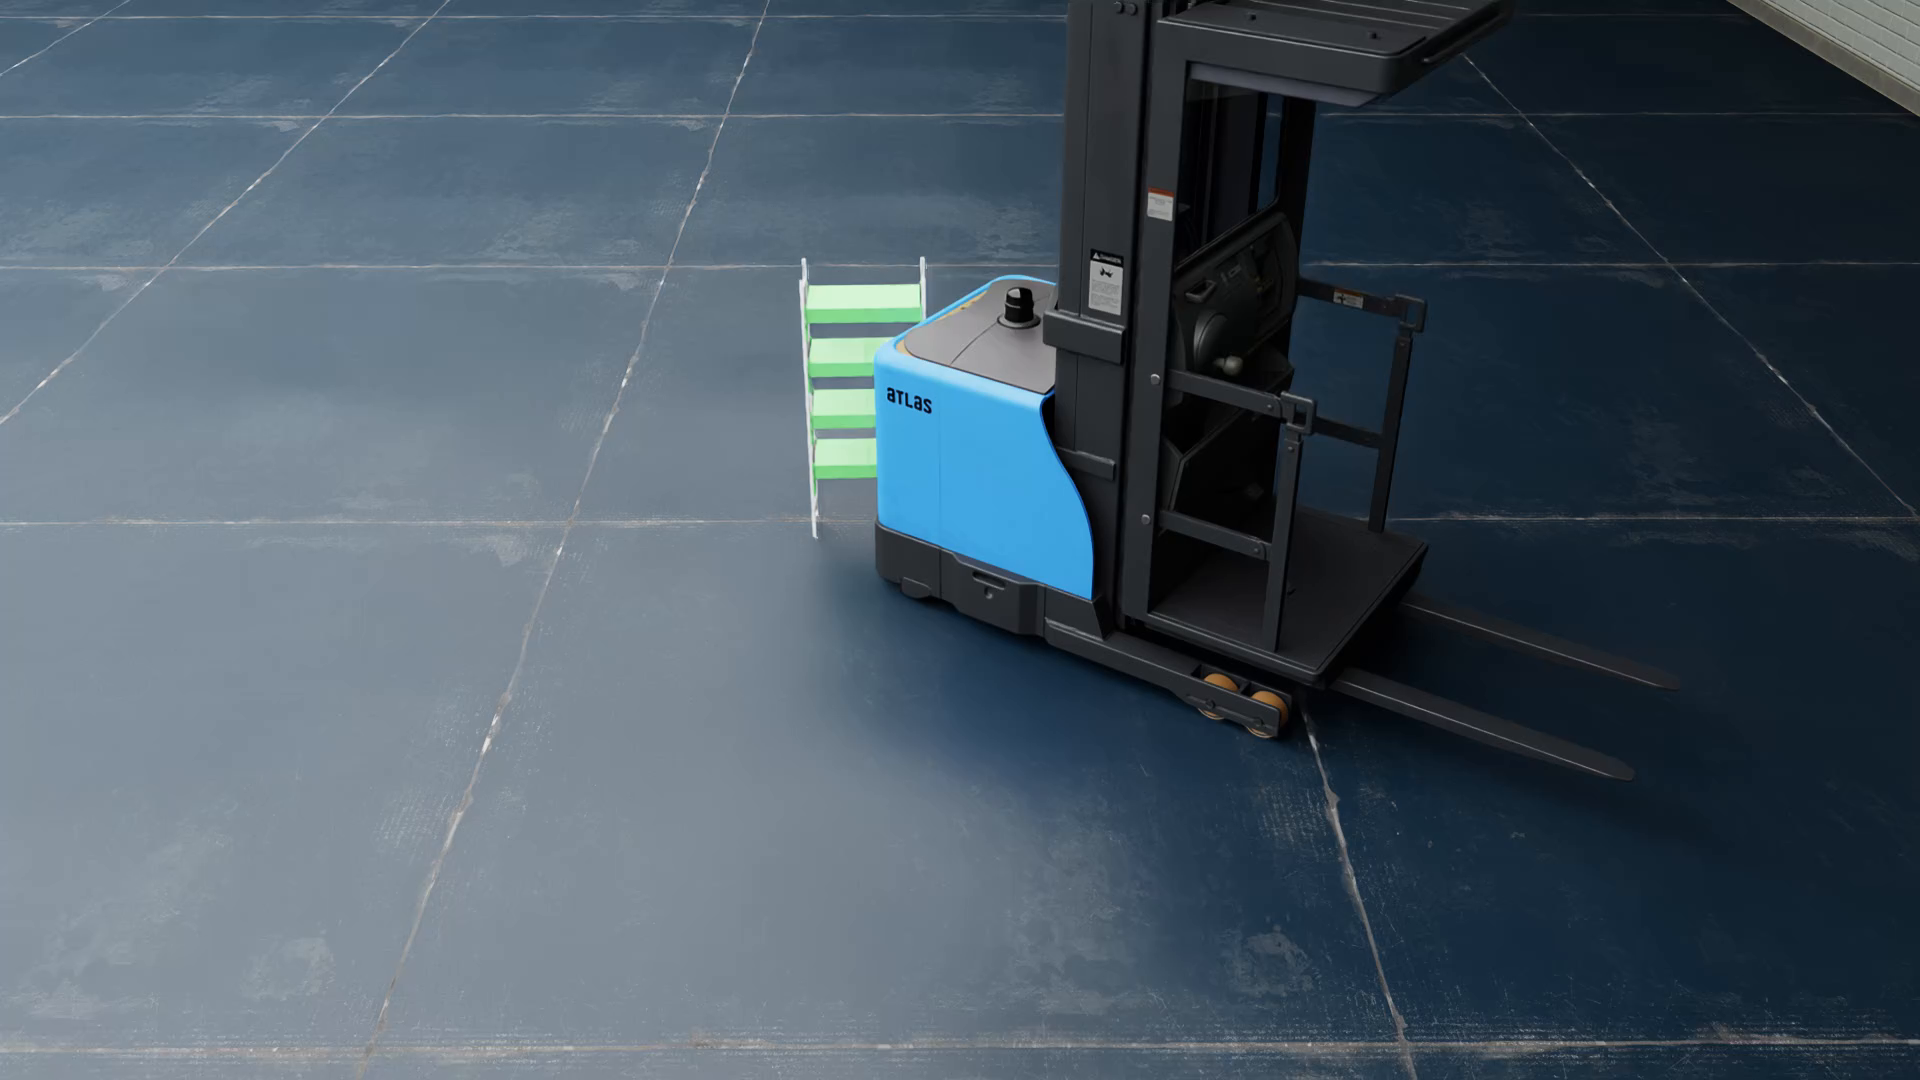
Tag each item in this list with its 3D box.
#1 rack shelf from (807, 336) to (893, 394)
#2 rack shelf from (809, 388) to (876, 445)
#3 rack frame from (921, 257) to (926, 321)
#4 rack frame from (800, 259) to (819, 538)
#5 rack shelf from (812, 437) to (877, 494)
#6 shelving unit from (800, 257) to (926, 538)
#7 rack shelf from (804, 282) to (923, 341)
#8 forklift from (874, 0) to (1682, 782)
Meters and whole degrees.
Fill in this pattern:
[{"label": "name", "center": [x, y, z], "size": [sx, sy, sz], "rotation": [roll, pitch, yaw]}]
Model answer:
[{"label": "rack shelf", "center": [-0.394, -0.738, 6.971], "size": [0.480, 0.148, 0.258], "rotation": [-1, 31, -2]}, {"label": "rack shelf", "center": [-0.394, -0.533, 7.095], "size": [0.480, 0.148, 0.258], "rotation": [-1, 31, -2]}, {"label": "rack frame", "center": [-0.150, -0.592, 7.069], "size": [0.015, 1.200, 0.240], "rotation": [-1, 31, -2]}, {"label": "rack frame", "center": [-0.638, -0.583, 7.055], "size": [0.015, 1.200, 0.240], "rotation": [-1, 31, -2]}, {"label": "rack shelf", "center": [-0.394, -0.328, 7.220], "size": [0.480, 0.148, 0.258], "rotation": [-1, 31, -2]}, {"label": "shelving unit", "center": [-0.394, -0.588, 7.062], "size": [0.503, 1.200, 0.258], "rotation": [-1, 31, -2]}, {"label": "rack shelf", "center": [-0.394, -0.944, 6.846], "size": [0.480, 0.148, 0.258], "rotation": [-1, 31, -2]}, {"label": "forklift", "center": [1.157, -0.847, 5.820], "size": [3.031, 2.935, 1.130], "rotation": [19, 36, 29]}]
